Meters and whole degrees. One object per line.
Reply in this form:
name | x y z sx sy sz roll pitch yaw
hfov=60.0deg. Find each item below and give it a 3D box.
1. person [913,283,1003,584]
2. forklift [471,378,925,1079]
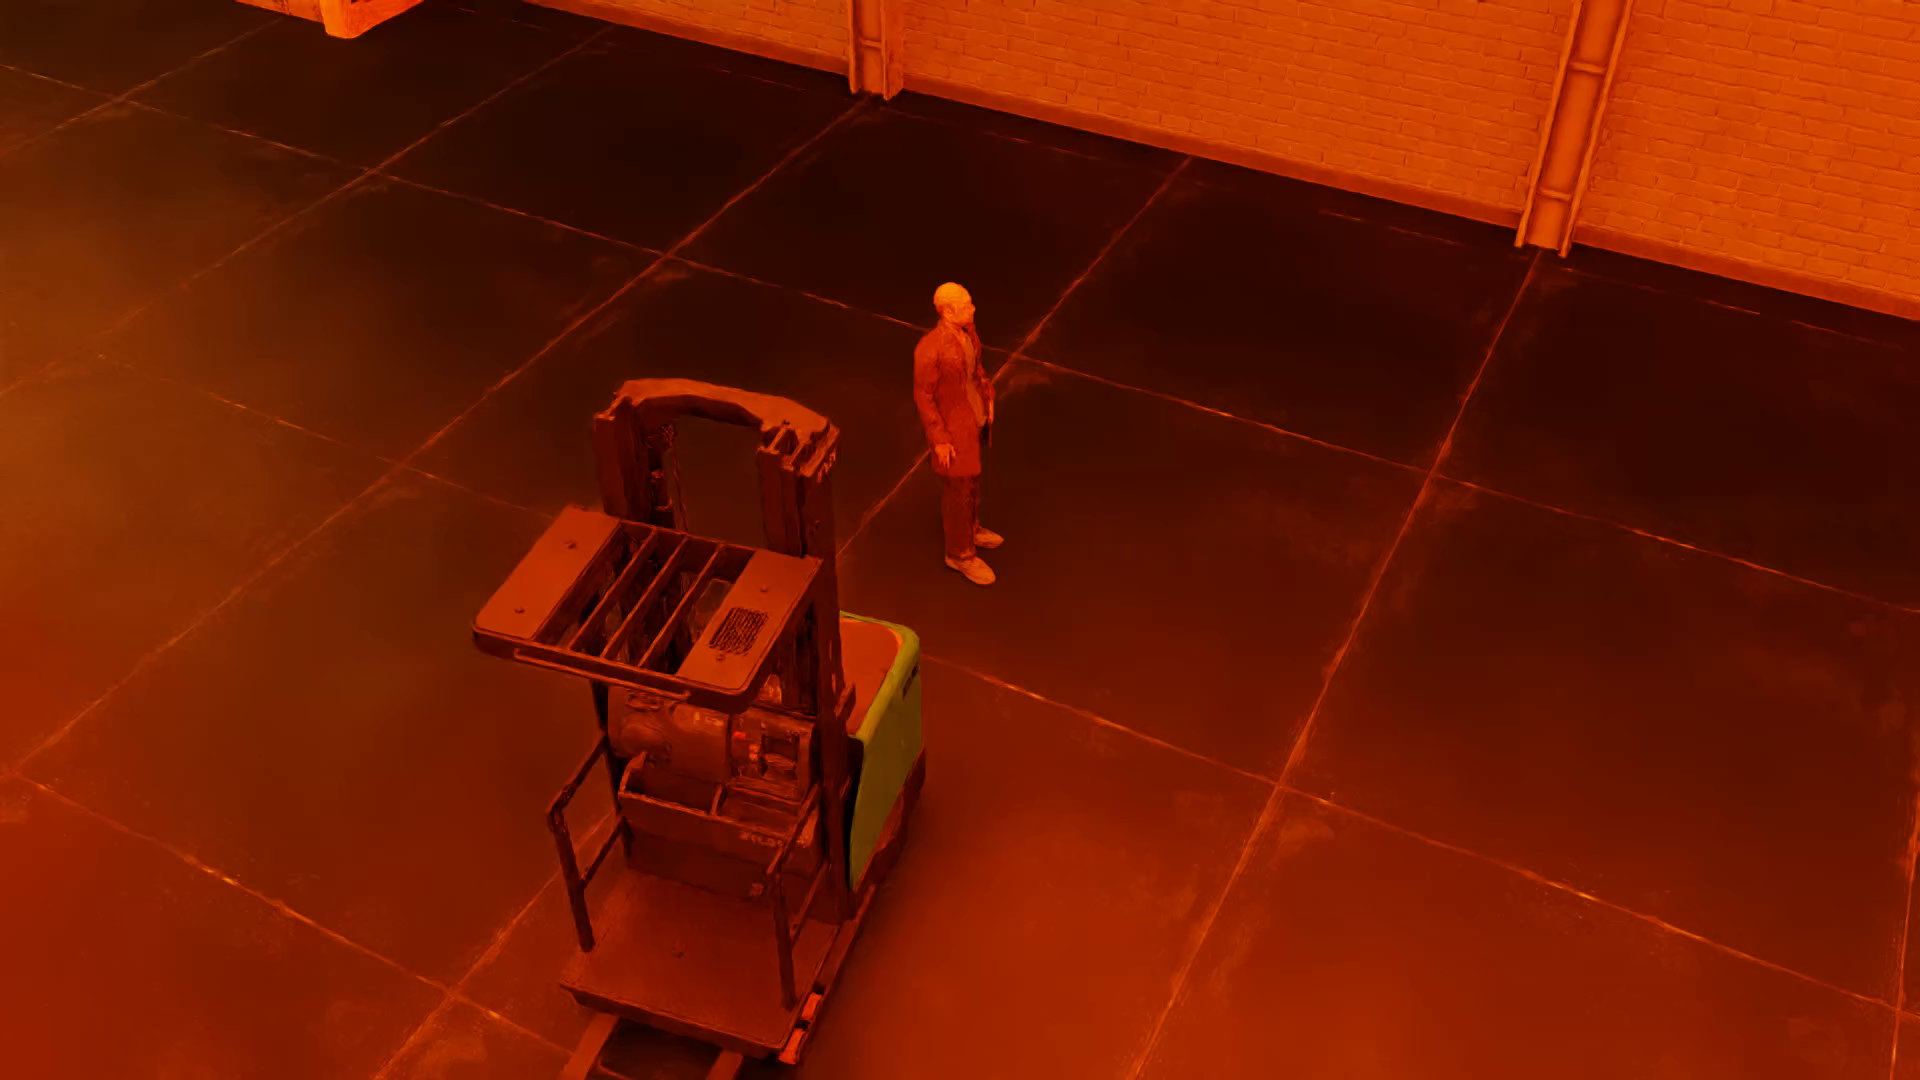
person | 0.079 -0.656 9.649 0.580 1.776 0.694 18 43 21
forklift | -1.128 0.933 6.879 1.130 2.935 3.031 12 42 14
